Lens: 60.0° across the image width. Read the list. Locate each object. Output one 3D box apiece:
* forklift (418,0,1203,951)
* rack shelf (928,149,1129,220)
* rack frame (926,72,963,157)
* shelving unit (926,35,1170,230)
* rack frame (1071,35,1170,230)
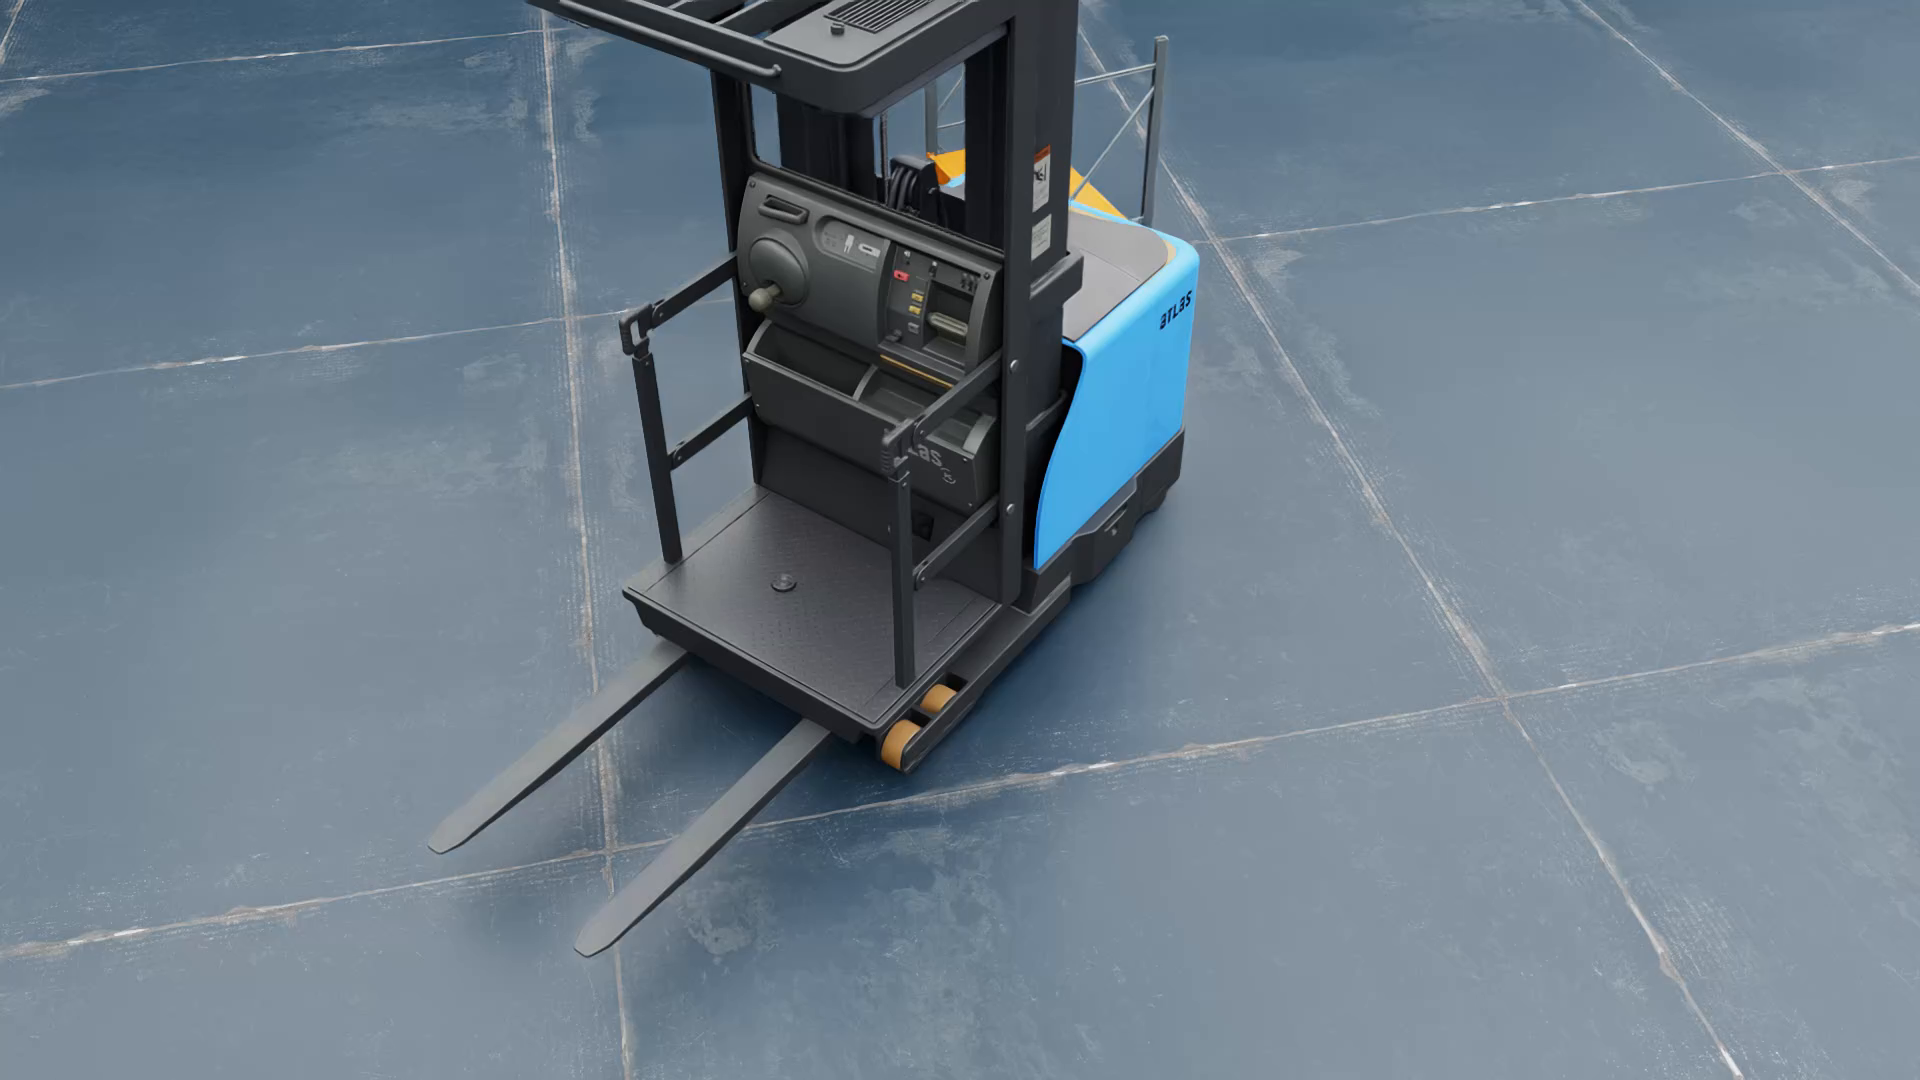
[{"bbox_3d":[-0.429,-0.721,4.854,1.130,2.935,3.031,27,48,27],"label":"forklift"},{"bbox_3d":[0.312,-1.370,6.935,0.538,0.185,1.000,-18,45,-19],"label":"rack shelf"},{"bbox_3d":[0.089,-1.808,7.157,0.500,1.500,0.032,-18,45,-19],"label":"rack frame"},{"bbox_3d":[0.316,-1.499,6.809,0.587,1.500,1.083,-18,45,-19],"label":"shelving unit"},{"bbox_3d":[0.534,-1.201,6.473,0.500,1.500,0.032,-18,45,-19],"label":"rack frame"}]
